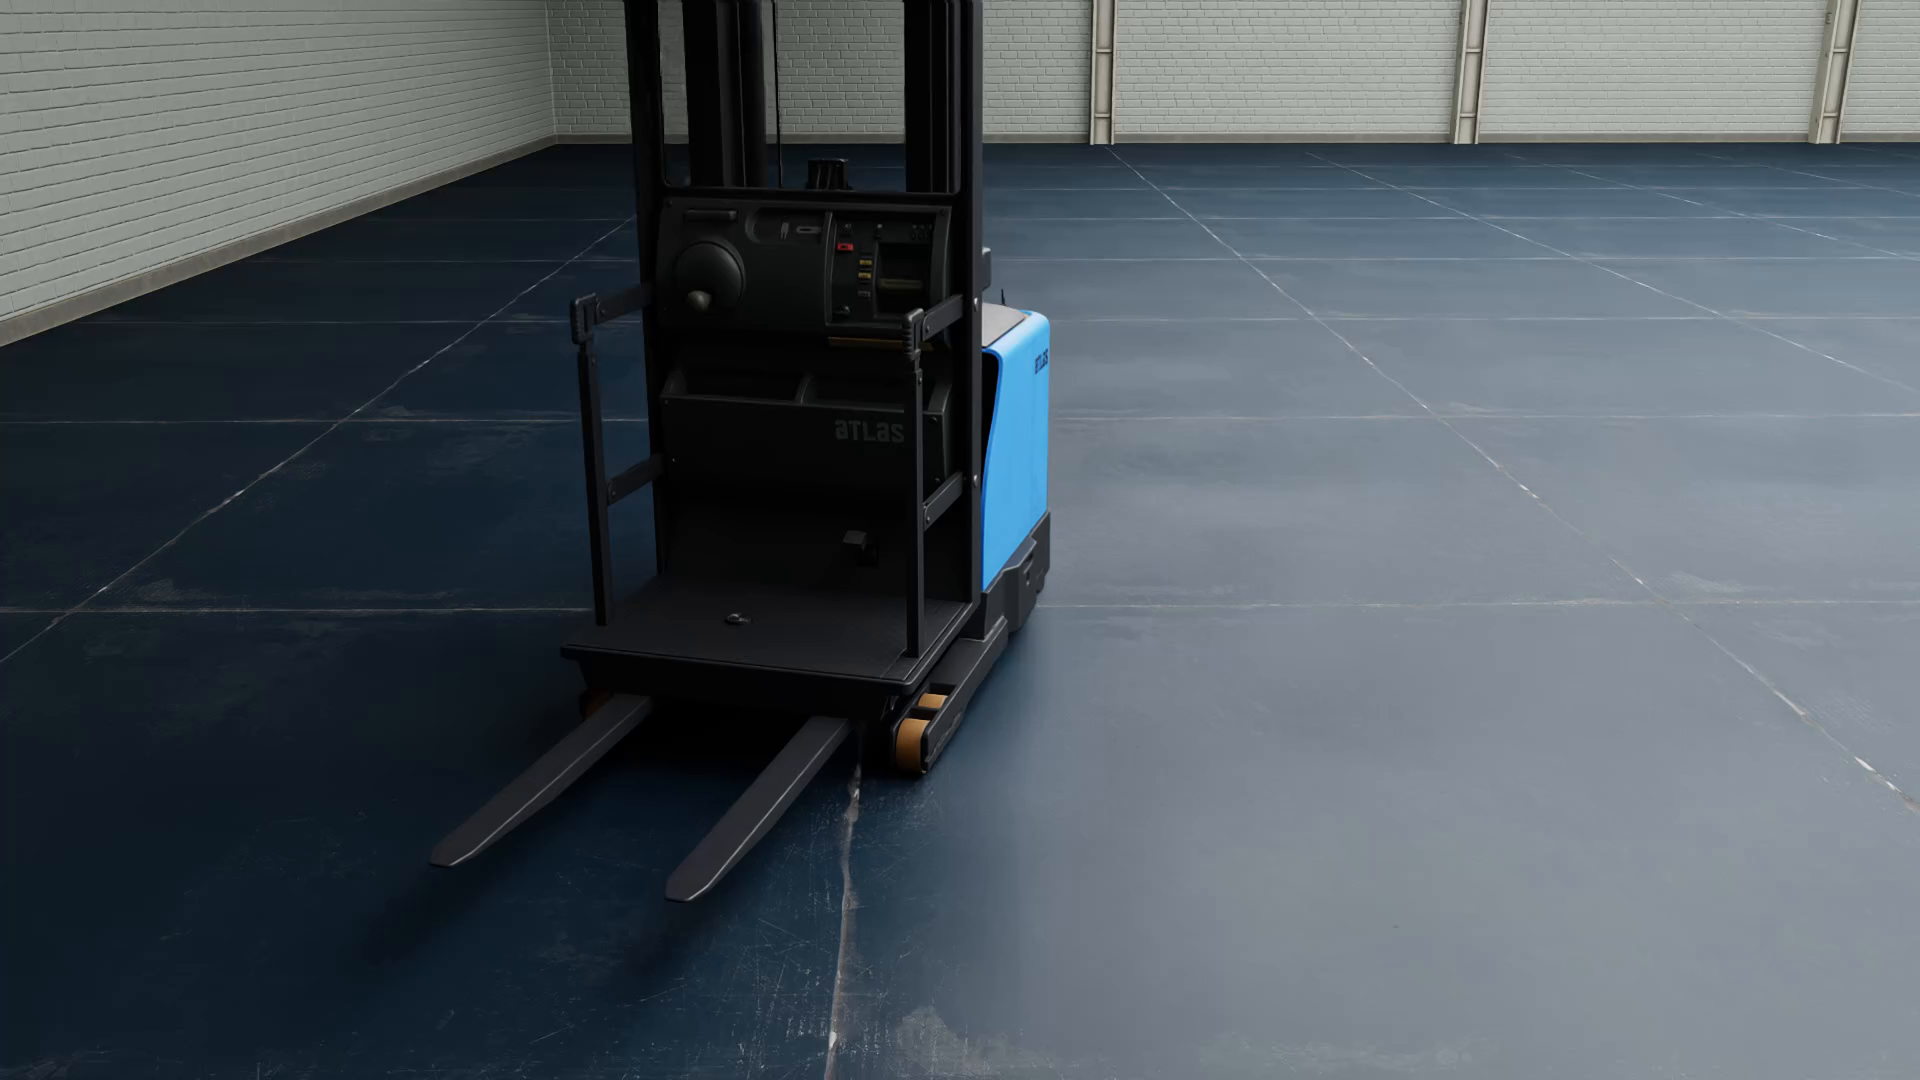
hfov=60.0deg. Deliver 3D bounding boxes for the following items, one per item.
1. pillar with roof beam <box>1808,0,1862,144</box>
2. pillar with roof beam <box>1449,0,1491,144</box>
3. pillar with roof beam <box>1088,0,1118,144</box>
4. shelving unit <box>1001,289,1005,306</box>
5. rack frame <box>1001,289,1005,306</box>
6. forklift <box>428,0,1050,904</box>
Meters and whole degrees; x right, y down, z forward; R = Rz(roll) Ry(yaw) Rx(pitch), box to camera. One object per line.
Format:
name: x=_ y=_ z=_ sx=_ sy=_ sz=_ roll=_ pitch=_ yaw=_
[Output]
pillar with roof beam: x=14.395 y=-9.565 z=22.133 sx=0.400 sy=9.000 sz=9.100 roll=0 pitch=18 yaw=-1
pillar with roof beam: x=8.396 y=-9.536 z=22.043 sx=0.400 sy=9.000 sz=9.100 roll=0 pitch=18 yaw=-1
pillar with roof beam: x=2.396 y=-9.507 z=21.953 sx=0.400 sy=9.000 sz=9.100 roll=0 pitch=18 yaw=-1
shelving unit: x=0.053 y=-0.500 z=6.888 sx=0.252 sy=1.050 sz=0.215 roll=0 pitch=18 yaw=-1
rack frame: x=0.175 y=-0.501 z=6.890 sx=0.008 sy=1.050 sz=0.200 roll=0 pitch=18 yaw=-1
forklift: x=-0.536 y=-0.837 z=4.859 sx=1.130 sy=2.935 sz=3.031 roll=5 pitch=18 yaw=15
